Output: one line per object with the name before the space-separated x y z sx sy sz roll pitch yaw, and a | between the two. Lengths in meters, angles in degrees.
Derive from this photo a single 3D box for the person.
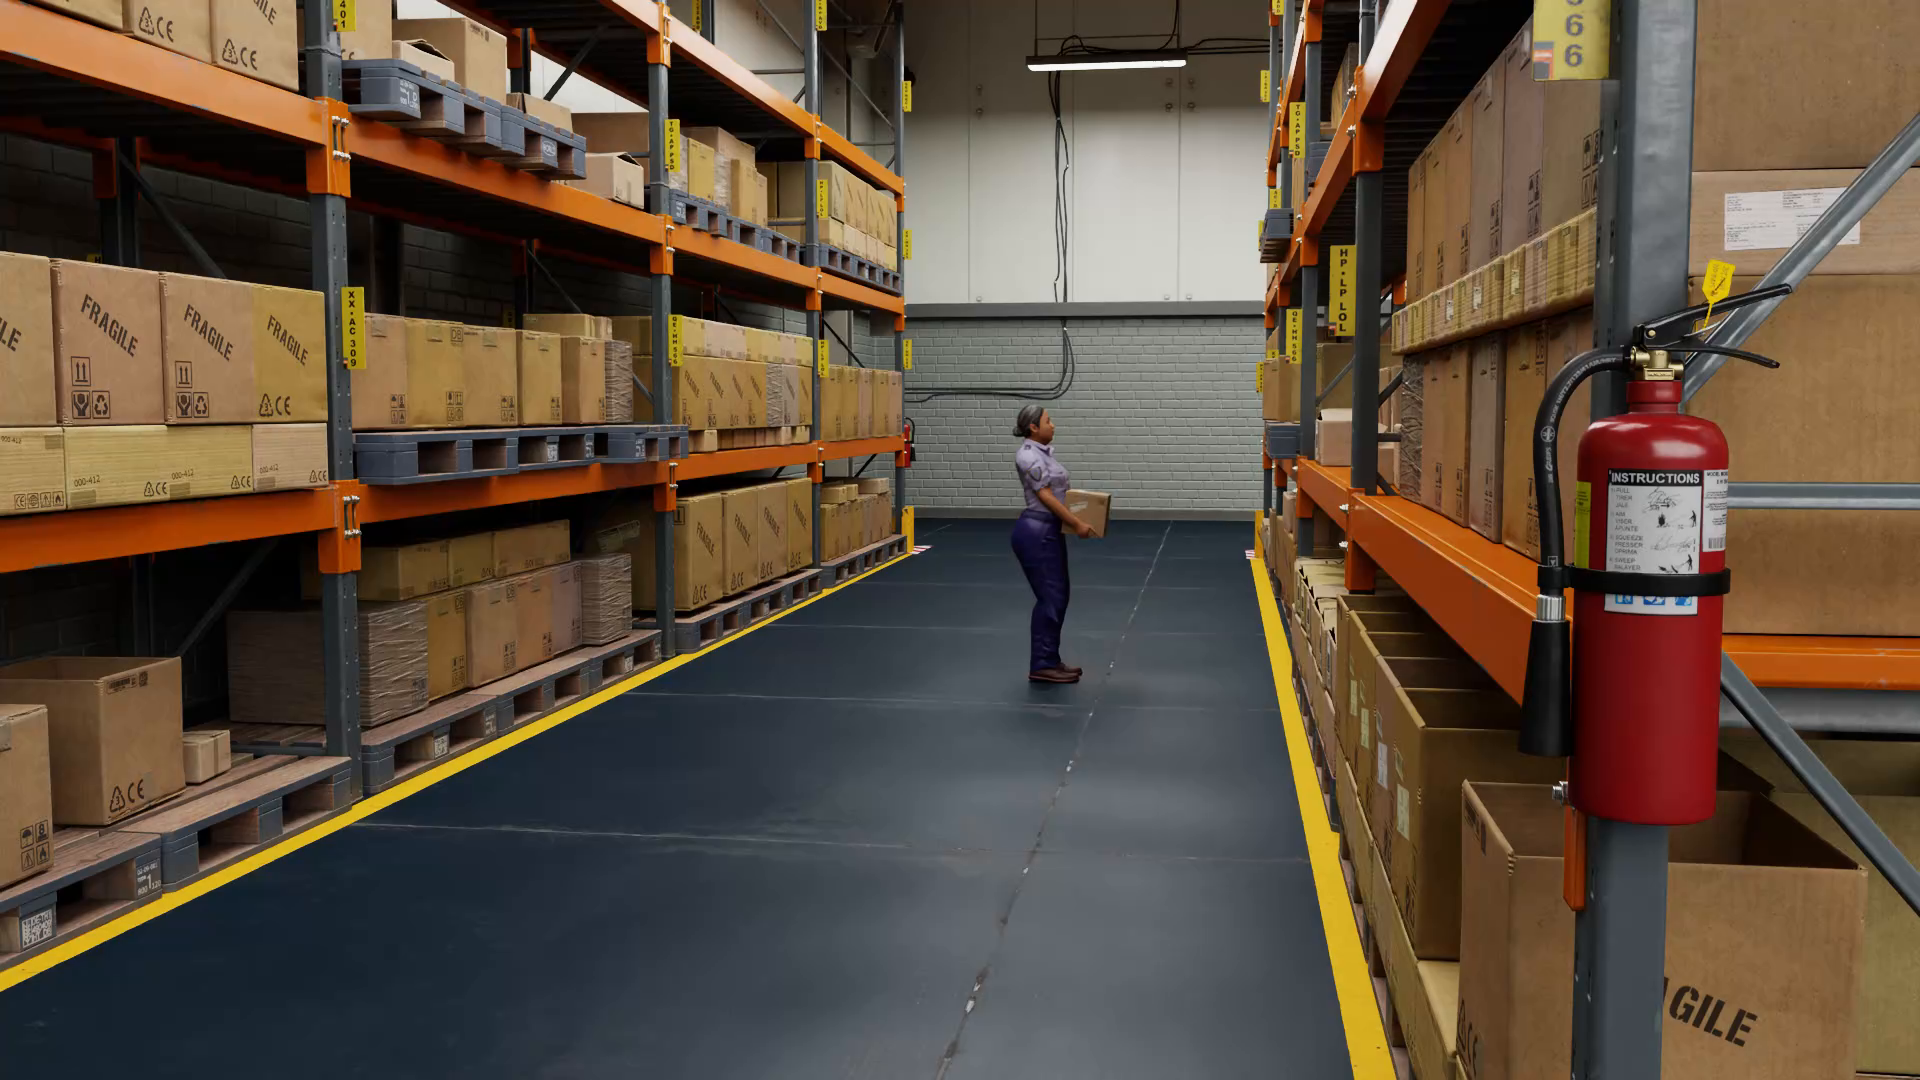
person | 0.568 0.020 9.901 0.518 1.624 0.453 1 5 9
